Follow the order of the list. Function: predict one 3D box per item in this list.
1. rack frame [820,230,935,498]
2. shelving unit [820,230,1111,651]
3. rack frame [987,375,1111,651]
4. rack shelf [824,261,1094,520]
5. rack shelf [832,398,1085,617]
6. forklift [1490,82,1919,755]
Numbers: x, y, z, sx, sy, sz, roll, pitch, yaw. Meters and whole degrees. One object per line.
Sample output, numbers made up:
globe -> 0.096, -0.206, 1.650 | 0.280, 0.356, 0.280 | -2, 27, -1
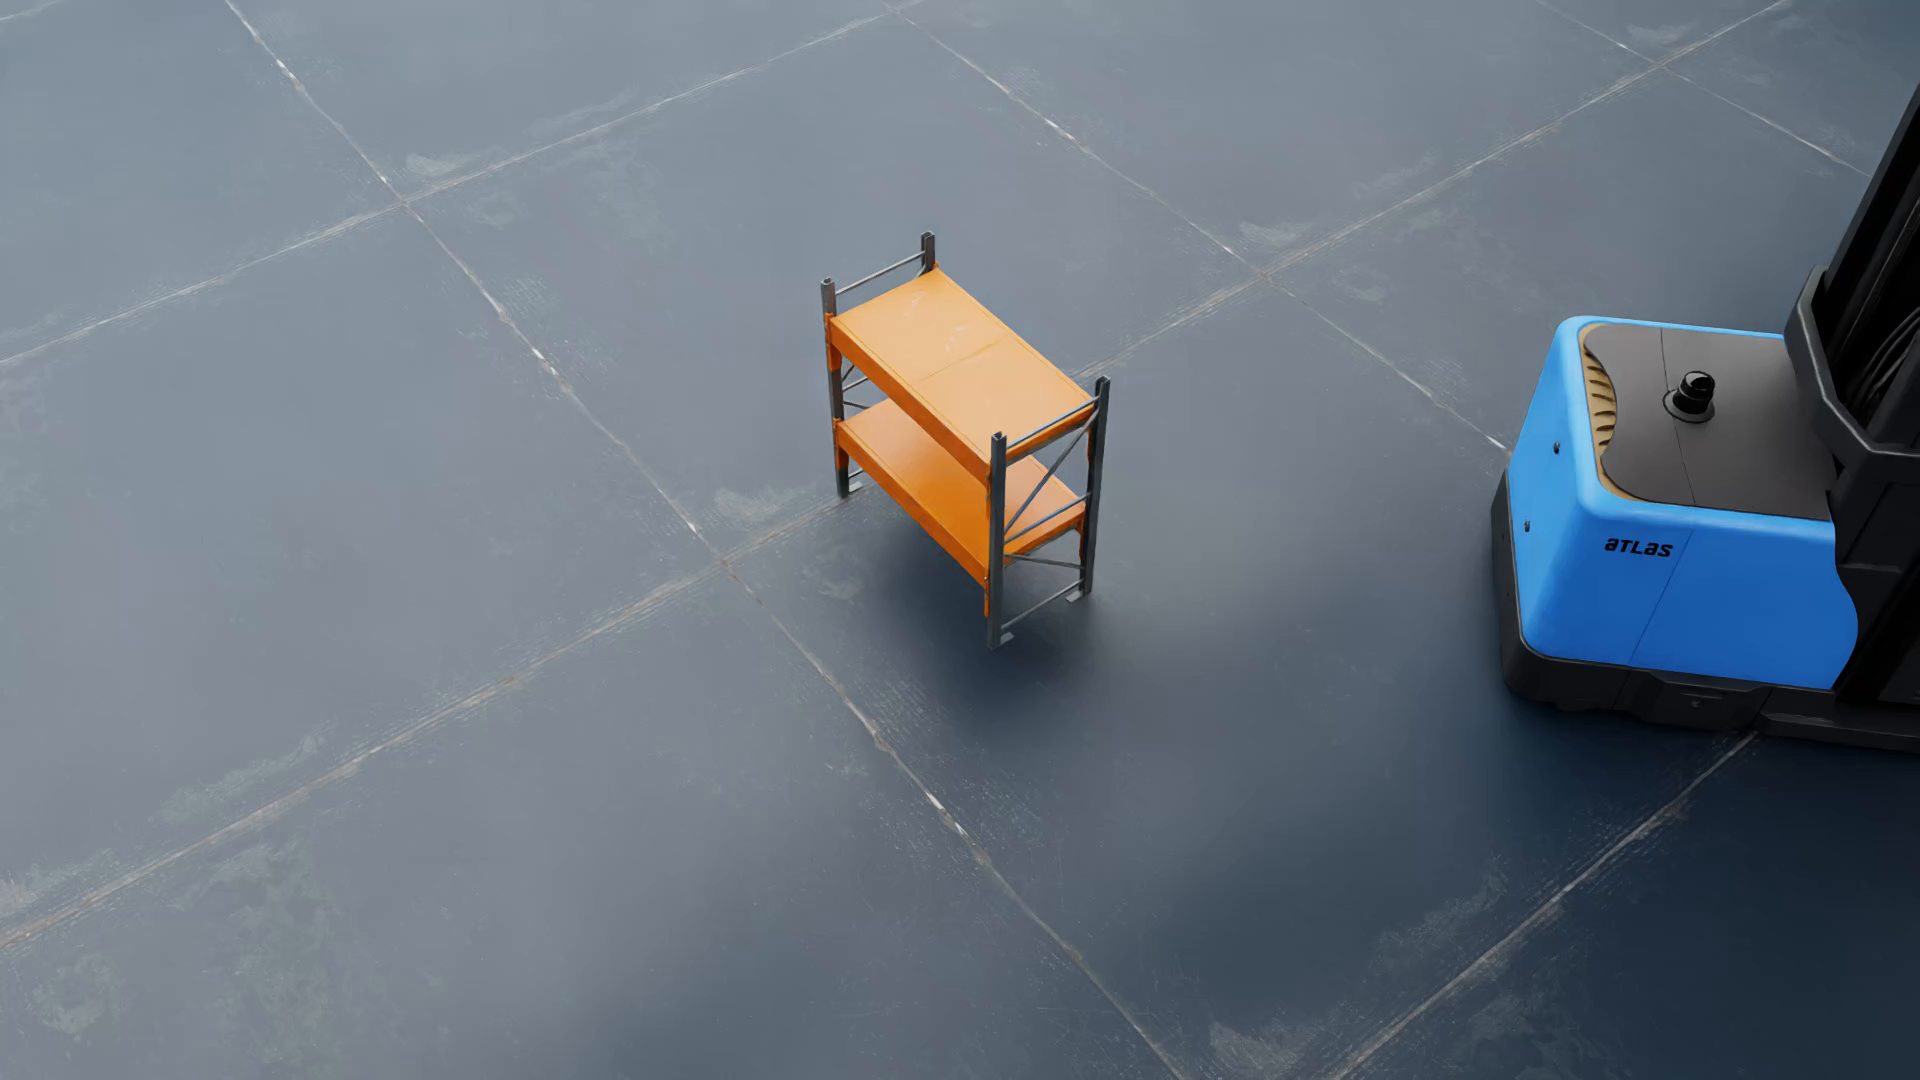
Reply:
rack frame -> -0.304, -0.674, 6.600 | 0.500, 1.125, 0.032 | -29, 54, -24
shelving unit -> 0.004, -0.374, 6.328 | 0.538, 1.125, 1.048 | -29, 54, -24
rack frame -> 0.312, -0.074, 6.057 | 0.500, 1.125, 0.032 | -29, 54, -24
rack shelf -> 0.004, -0.570, 6.112 | 0.538, 0.278, 1.000 | -29, 54, -24
rack shelf -> 0.004, -0.210, 6.510 | 0.538, 0.278, 1.000 | -29, 54, -24
forklift -> 3.587, -0.570, 5.287 | 3.031, 2.935, 1.130 | 7, 48, 6
